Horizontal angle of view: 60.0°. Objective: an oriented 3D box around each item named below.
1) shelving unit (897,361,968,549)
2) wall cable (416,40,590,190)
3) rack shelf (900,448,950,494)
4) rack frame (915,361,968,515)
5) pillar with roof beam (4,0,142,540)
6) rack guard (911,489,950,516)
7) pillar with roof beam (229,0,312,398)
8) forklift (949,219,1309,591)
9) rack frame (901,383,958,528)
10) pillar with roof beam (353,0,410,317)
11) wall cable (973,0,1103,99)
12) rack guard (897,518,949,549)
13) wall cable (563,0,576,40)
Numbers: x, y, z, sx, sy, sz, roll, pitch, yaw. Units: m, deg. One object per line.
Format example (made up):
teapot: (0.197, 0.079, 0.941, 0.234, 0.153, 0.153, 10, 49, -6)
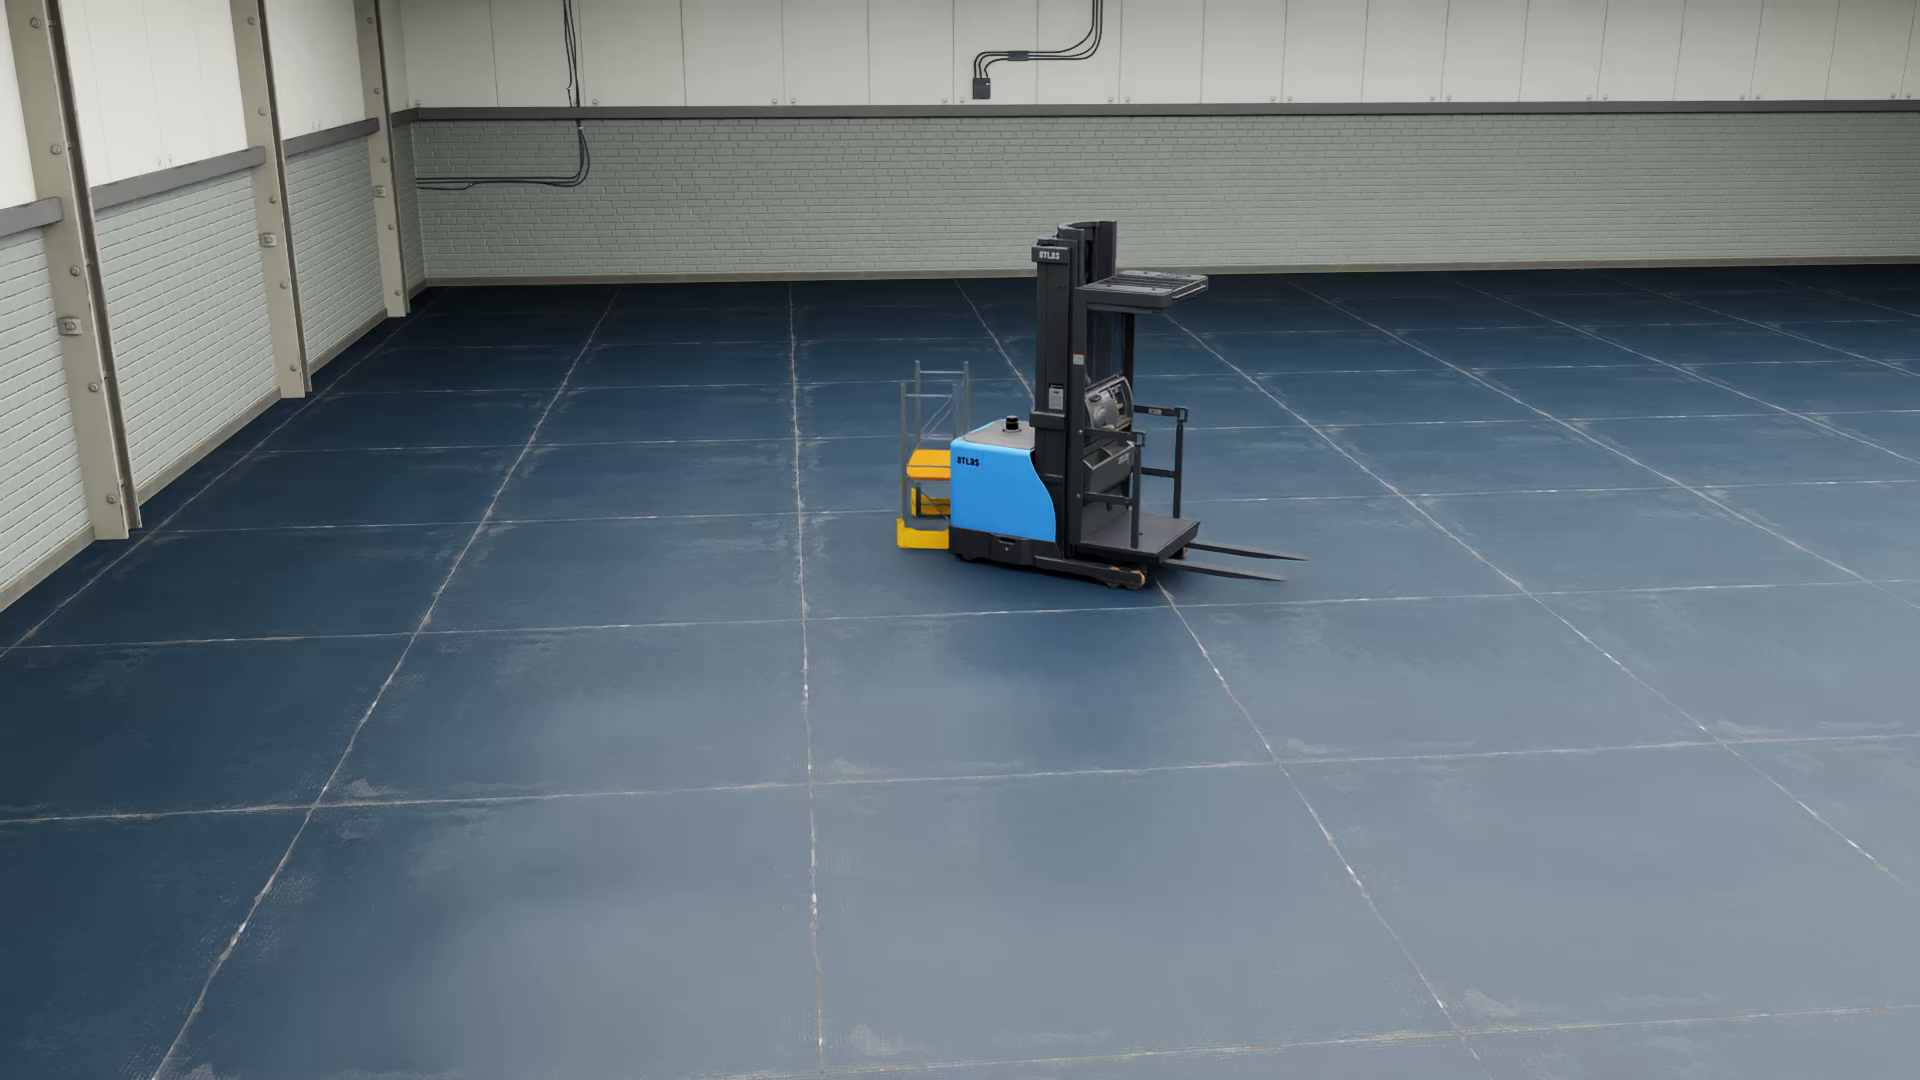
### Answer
shelving unit: (-0.222, -0.803, 15.304, 0.587, 1.500, 1.083, 2, 18, 5)
wall cable: (-8.062, -7.371, 28.890, 3.097, 2.526, 0.112, -2, 18, -6)
rack shelf: (-0.221, -0.634, 15.367, 0.538, 0.185, 1.000, 2, 18, 5)
rack frame: (-0.172, -0.957, 15.795, 0.500, 1.500, 0.032, 2, 18, 5)
pillar with roof beam: (-3.553, -4.492, 14.535, 9.100, 9.000, 0.400, -2, 18, -6)
rack guard: (-0.173, -0.355, 15.964, 0.587, 0.250, 0.087, 2, 18, 5)
pillar with roof beam: (-4.172, -6.280, 20.229, 9.100, 9.000, 0.400, -2, 18, -6)
forklift: (1.447, -1.157, 14.043, 3.031, 2.935, 1.130, 9, 20, 26)
rack frame: (-0.271, -0.654, 14.830, 0.500, 1.500, 0.032, 2, 18, 5)
pillar with roof beam: (-4.791, -8.067, 25.923, 9.100, 9.000, 0.400, -2, 18, -6)
wall cable: (1.383, -10.764, 28.835, 2.305, 6.003, 0.169, -2, 18, -6)
rack guard: (-0.271, -0.058, 15.018, 0.587, 0.250, 0.087, 2, 18, 5)
wall cable: (-5.371, -9.865, 28.400, 3.097, 2.526, 0.112, -2, 18, -6)
